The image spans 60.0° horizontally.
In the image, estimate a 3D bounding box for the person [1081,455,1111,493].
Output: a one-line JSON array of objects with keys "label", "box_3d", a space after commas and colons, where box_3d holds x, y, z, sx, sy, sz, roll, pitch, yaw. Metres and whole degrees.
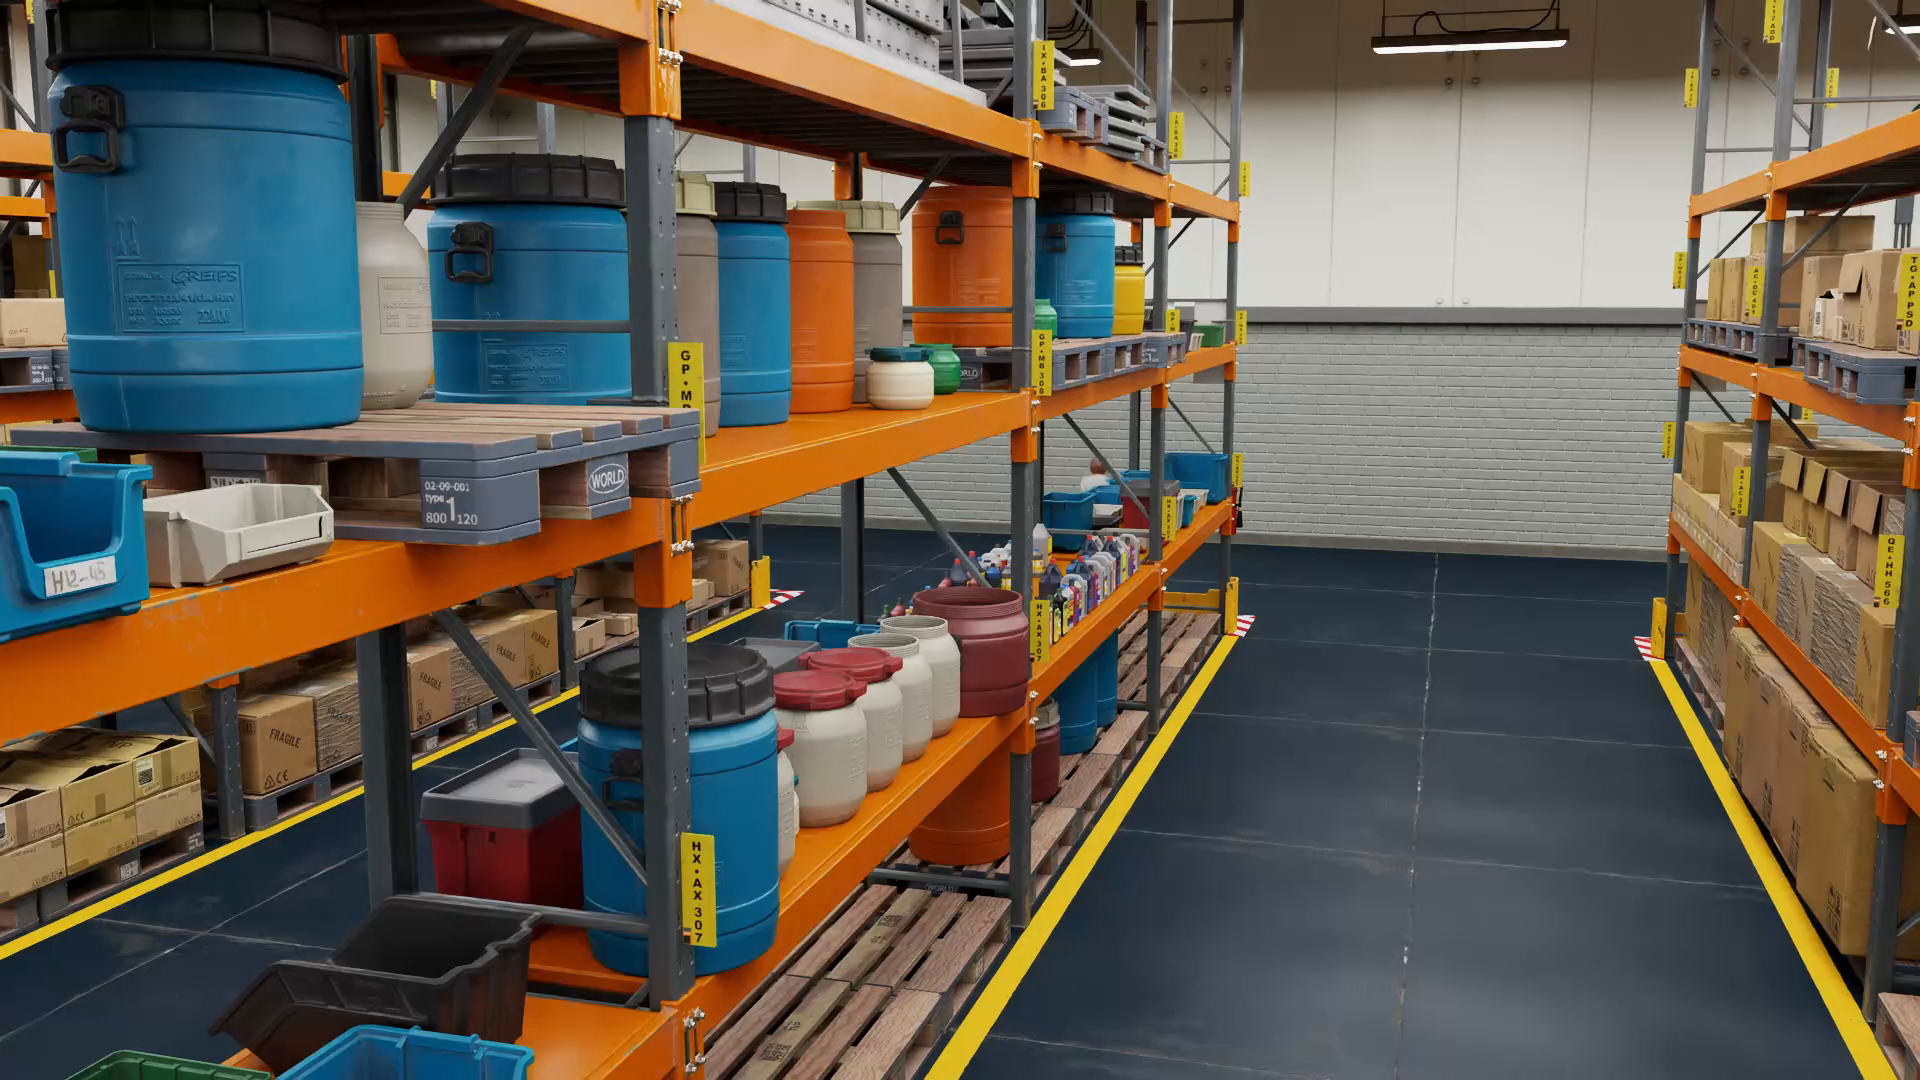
[{"label": "person", "box_3d": [1.480, -0.124, 17.830, 0.374, 1.565, 0.527, 2, 9, 15]}]
